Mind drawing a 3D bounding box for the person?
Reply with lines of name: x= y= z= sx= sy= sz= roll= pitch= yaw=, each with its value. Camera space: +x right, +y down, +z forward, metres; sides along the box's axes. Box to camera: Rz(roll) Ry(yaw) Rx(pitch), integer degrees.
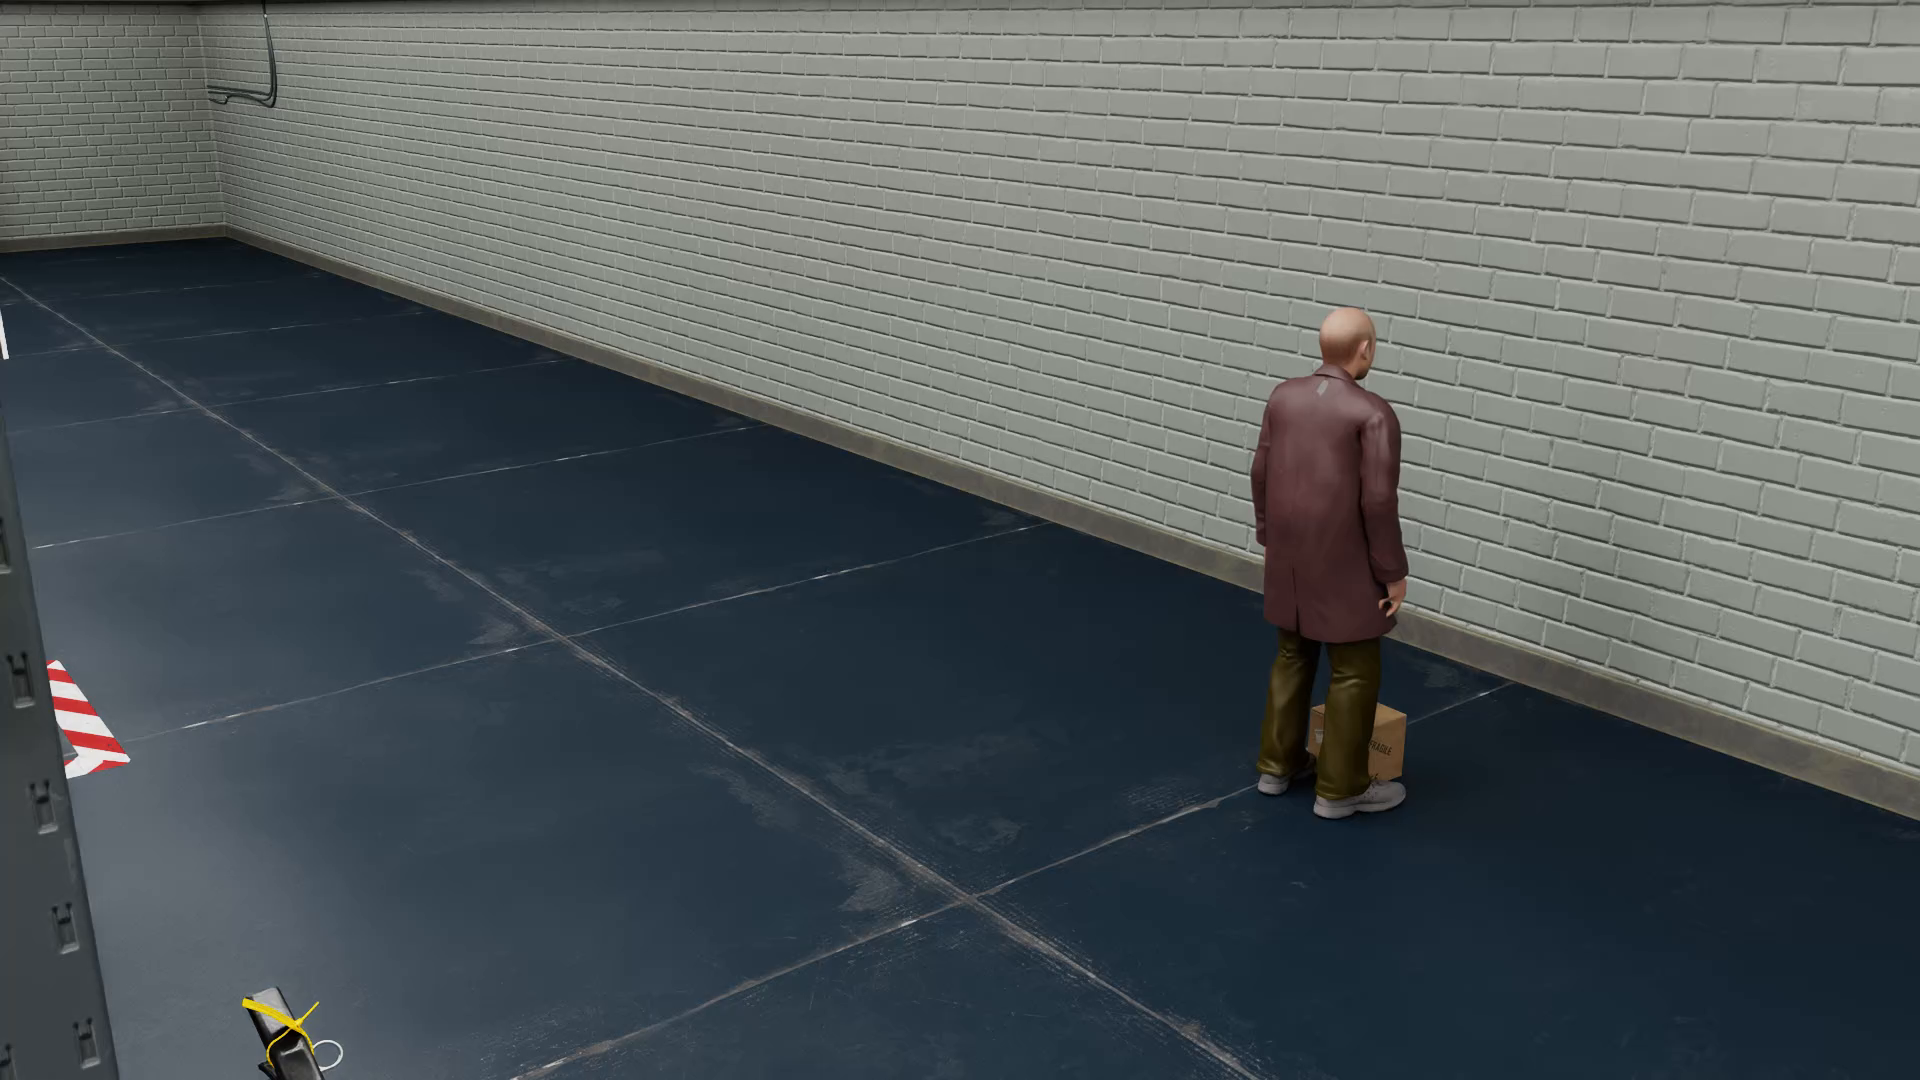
person: x=1.289 y=0.075 z=5.834 sx=0.420 sy=1.774 sz=0.643 roll=-13 pitch=22 yaw=-37
